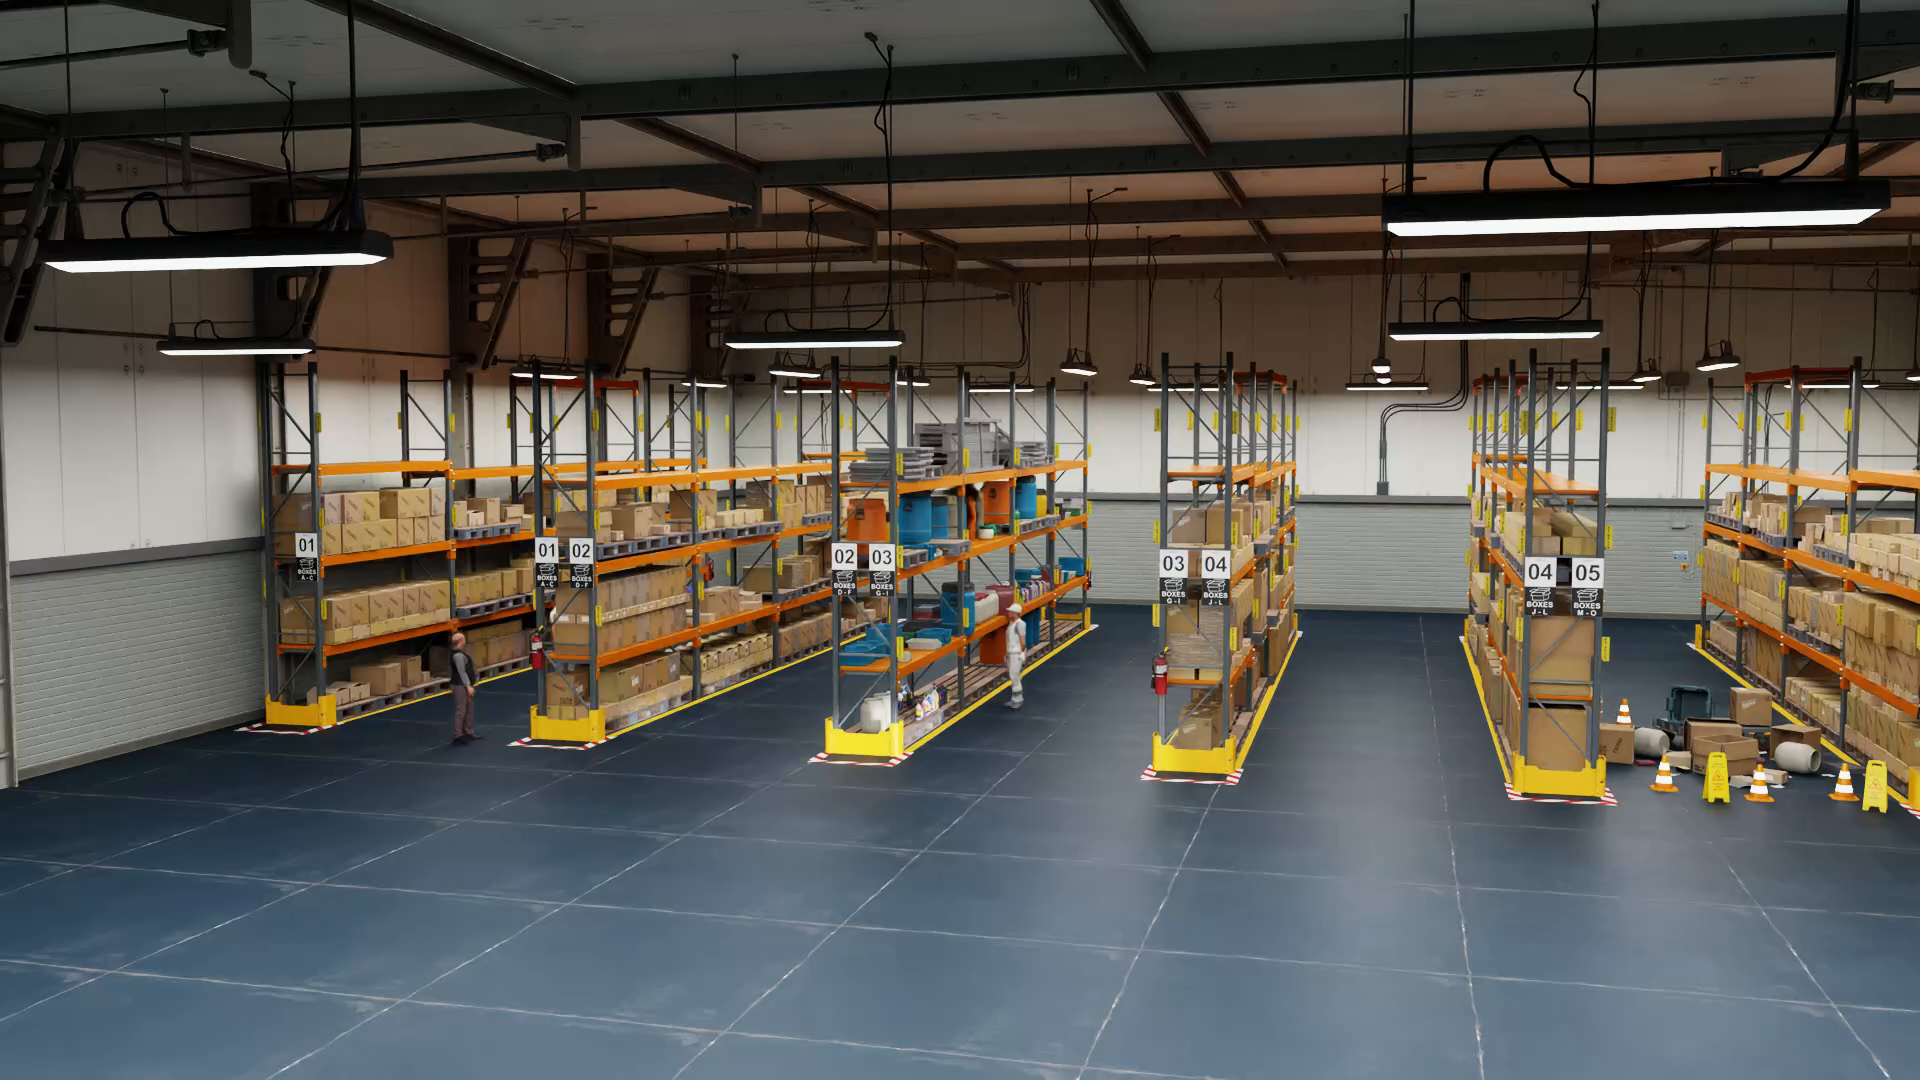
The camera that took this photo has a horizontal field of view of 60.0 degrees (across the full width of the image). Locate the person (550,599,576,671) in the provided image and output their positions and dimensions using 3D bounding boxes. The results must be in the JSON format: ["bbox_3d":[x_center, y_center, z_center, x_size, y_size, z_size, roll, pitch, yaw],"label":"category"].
[{"bbox_3d":[-7.741,1.928,32.401,0.512,1.714,0.471,-2,4,-25],"label":"person"}]

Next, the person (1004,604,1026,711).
[{"bbox_3d":[0.961,2.040,29.259,0.370,1.823,0.663,-1,4,-17],"label":"person"}]

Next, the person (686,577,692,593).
[{"bbox_3d":[-5.918,1.586,37.079,0.409,1.607,0.939,1,4,9],"label":"person"}]

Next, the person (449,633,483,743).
[{"bbox_3d":[-7.783,2.316,26.113,0.488,1.733,0.593,0,4,-1],"label":"person"}]
